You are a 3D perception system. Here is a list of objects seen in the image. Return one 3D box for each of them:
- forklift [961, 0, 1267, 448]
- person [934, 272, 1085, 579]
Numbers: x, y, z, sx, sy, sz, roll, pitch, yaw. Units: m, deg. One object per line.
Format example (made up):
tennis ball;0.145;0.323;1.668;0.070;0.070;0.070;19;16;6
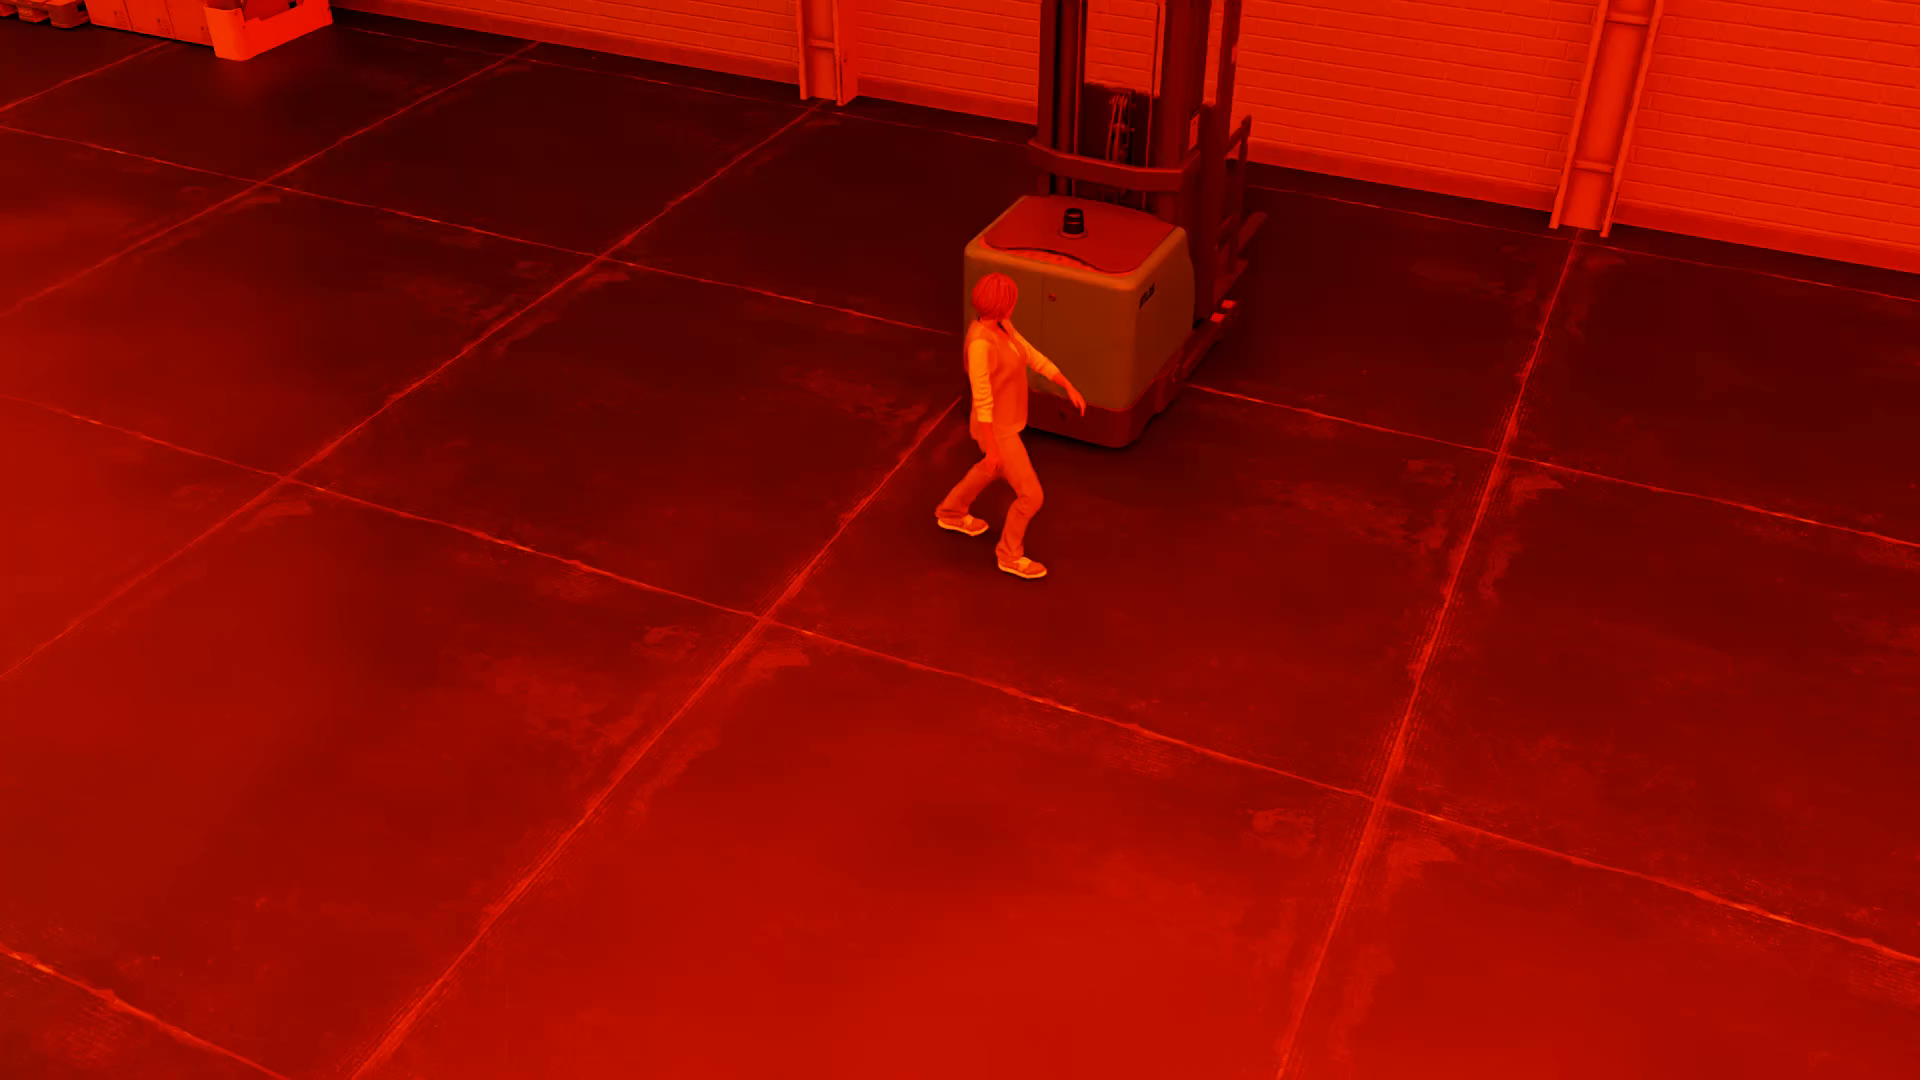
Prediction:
forklift;1.118;-2.546;9.656;1.130;2.935;3.031;16;39;21
person;0.221;-0.539;8.062;0.757;1.516;0.575;4;36;5
